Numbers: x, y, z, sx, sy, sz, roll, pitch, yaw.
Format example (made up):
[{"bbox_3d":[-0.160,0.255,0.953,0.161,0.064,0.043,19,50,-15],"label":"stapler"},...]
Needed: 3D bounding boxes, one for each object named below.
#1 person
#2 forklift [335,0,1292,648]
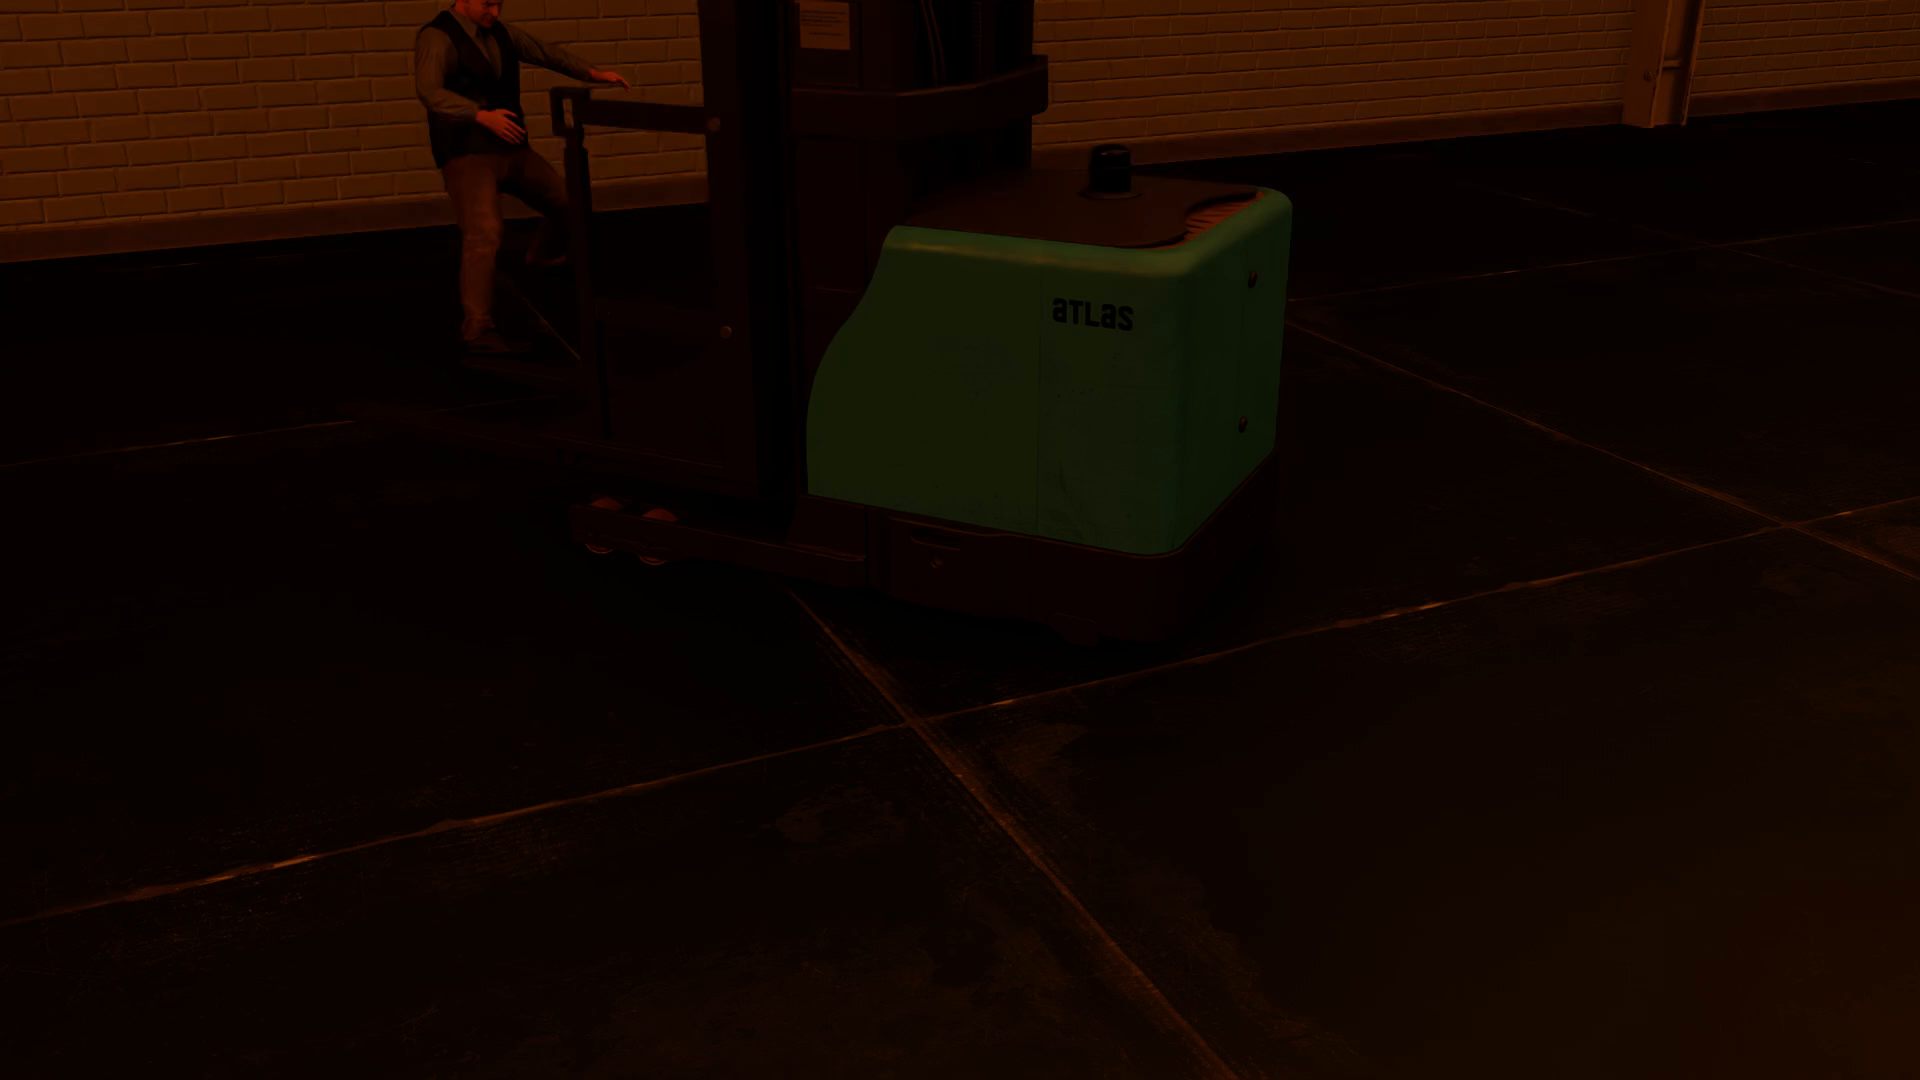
[{"bbox_3d":[-1.906,-1.714,7.253,0.820,1.515,1.303,11,25,25],"label":"person"},{"bbox_3d":[-0.601,-1.446,4.767,3.031,2.935,1.130,11,25,24],"label":"forklift"}]
